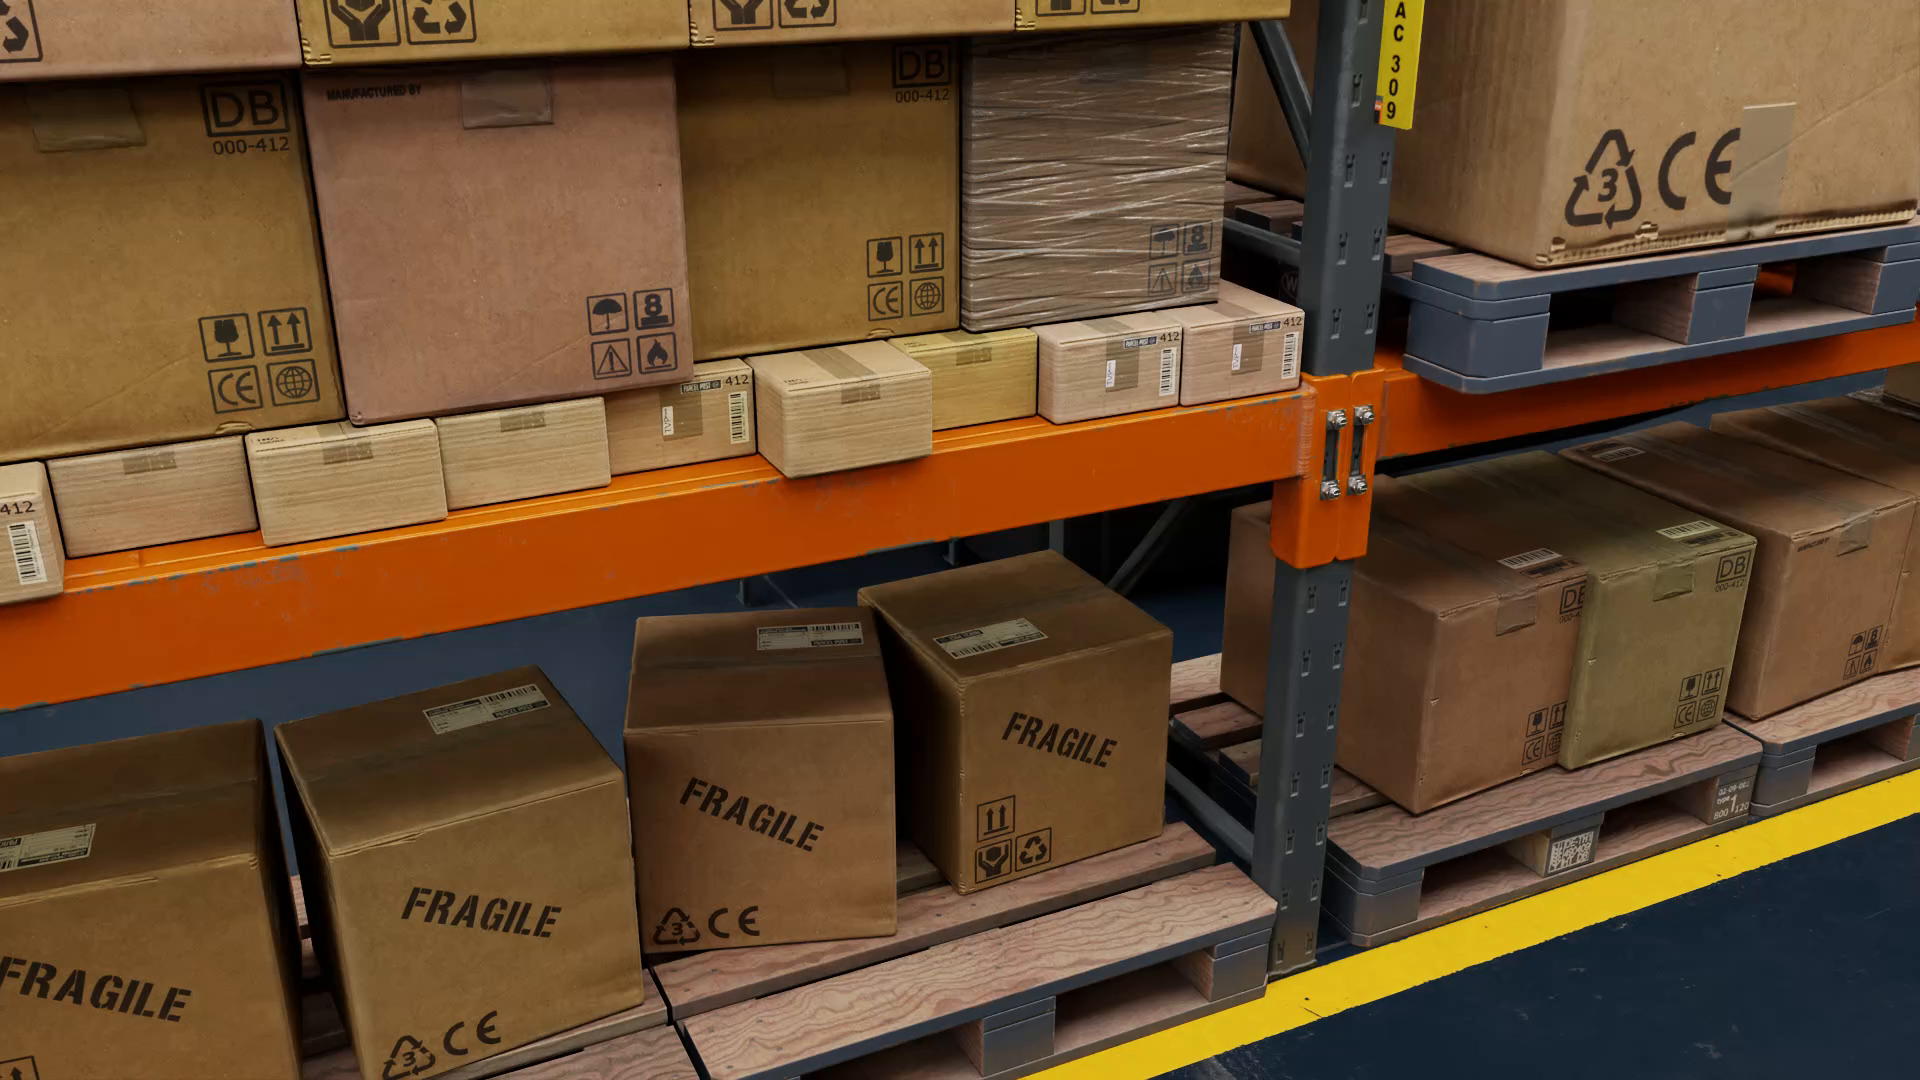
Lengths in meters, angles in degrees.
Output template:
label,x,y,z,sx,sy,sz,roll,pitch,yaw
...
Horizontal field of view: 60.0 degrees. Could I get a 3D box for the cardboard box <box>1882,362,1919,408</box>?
label,x,y,z,sx,sy,sz,roll,pitch,yaw
cardboard box,3.027,-0.482,4.706,0.500,0.250,0.500,-8,24,-18

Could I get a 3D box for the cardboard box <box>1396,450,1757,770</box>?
label,x,y,z,sx,sy,sz,roll,pitch,yaw
cardboard box,1.488,0.147,4.165,0.500,0.500,0.700,-11,25,-24

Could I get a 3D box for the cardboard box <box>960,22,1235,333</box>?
label,x,y,z,sx,sy,sz,roll,pitch,yaw
cardboard box,0.055,-0.767,3.162,0.500,0.500,0.875,-10,25,-24

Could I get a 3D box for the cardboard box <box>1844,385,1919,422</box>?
label,x,y,z,sx,sy,sz,roll,pitch,yaw
cardboard box,3.002,-0.135,4.846,0.500,0.500,0.700,-13,26,-28

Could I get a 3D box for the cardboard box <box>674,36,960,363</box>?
label,x,y,z,sx,sy,sz,roll,pitch,yaw
cardboard box,-0.411,-0.697,2.991,0.500,0.500,0.875,-10,25,-24

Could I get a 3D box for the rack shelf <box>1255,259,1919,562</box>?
label,x,y,z,sx,sy,sz,roll,pitch,yaw
rack shelf,2.289,-0.637,4.306,4.000,0.370,1.077,-10,25,-24

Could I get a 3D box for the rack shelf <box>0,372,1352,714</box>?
label,x,y,z,sx,sy,sz,roll,pitch,yaw
rack shelf,-1.315,0.027,2.703,4.000,0.370,1.077,-10,25,-24

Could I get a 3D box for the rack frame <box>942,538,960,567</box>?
label,x,y,z,sx,sy,sz,roll,pitch,yaw
rack frame,-0.099,-0.674,5.418,0.023,1.500,0.400,-11,25,-24

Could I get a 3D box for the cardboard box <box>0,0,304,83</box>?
label,x,y,z,sx,sy,sz,roll,pitch,yaw
cardboard box,-1.152,-0.866,2.092,0.500,0.500,0.500,-10,25,-24

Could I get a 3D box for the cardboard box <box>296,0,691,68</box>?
label,x,y,z,sx,sy,sz,roll,pitch,yaw
cardboard box,-0.700,-0.947,2.290,0.500,0.500,0.500,-10,25,-24

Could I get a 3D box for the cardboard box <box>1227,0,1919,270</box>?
label,x,y,z,sx,sy,sz,roll,pitch,yaw
cardboard box,1.264,-1.192,3.374,1.000,1.000,1.000,-10,25,-23

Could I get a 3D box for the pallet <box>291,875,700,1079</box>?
label,x,y,z,sx,sy,sz,roll,pitch,yaw
pallet,-1.203,0.979,3.110,1.213,0.211,1.003,-10,25,-24

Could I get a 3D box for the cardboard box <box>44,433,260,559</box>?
label,x,y,z,sx,sy,sz,roll,pitch,yaw
cardboard box,-1.195,-0.125,2.459,0.250,0.149,0.380,-10,25,-24

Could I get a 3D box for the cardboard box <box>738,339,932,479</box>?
label,x,y,z,sx,sy,sz,roll,pitch,yaw
cardboard box,-0.237,-0.245,2.749,0.250,0.149,0.380,-10,25,-24

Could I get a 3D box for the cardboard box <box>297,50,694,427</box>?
label,x,y,z,sx,sy,sz,roll,pitch,yaw
cardboard box,-0.818,-0.579,2.707,0.500,0.500,0.875,-10,25,-24

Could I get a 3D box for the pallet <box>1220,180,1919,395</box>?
label,x,y,z,sx,sy,sz,roll,pitch,yaw
pallet,1.239,-0.625,3.589,1.213,0.211,1.003,-10,25,-24

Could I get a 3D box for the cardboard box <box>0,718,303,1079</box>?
label,x,y,z,sx,sy,sz,roll,pitch,yaw
cardboard box,-1.451,0.681,2.902,0.500,0.500,0.500,-8,24,-19

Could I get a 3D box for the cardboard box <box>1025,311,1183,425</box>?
label,x,y,z,sx,sy,sz,roll,pitch,yaw
cardboard box,0.192,-0.346,2.992,0.250,0.149,0.380,-10,25,-24

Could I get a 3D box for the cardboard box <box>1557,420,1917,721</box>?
label,x,y,z,sx,sy,sz,roll,pitch,yaw
cardboard box,1.992,0.055,4.389,0.500,0.500,0.700,-13,26,-28

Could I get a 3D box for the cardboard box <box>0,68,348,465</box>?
label,x,y,z,sx,sy,sz,roll,pitch,yaw
cardboard box,-1.286,-0.510,2.541,0.500,0.500,0.875,-10,25,-24

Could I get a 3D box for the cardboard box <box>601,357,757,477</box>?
label,x,y,z,sx,sy,sz,roll,pitch,yaw
cardboard box,-0.519,-0.249,2.759,0.250,0.149,0.380,-10,25,-24

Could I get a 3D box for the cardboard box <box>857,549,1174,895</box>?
label,x,y,z,sx,sy,sz,roll,pitch,yaw
cardboard box,0.110,0.376,3.638,0.500,0.500,0.500,-11,25,-25

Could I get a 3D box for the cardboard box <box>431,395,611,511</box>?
label,x,y,z,sx,sy,sz,roll,pitch,yaw
cardboard box,-0.727,-0.194,2.625,0.250,0.149,0.380,-10,25,-24

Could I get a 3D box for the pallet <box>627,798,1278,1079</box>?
label,x,y,z,sx,sy,sz,roll,pitch,yaw
pallet,-0.102,0.775,3.602,1.213,0.211,1.003,-10,25,-24

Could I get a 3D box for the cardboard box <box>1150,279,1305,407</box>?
label,x,y,z,sx,sy,sz,roll,pitch,yaw
cardboard box,0.421,-0.384,3.084,0.250,0.149,0.380,-10,25,-24

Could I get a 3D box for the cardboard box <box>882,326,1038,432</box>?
label,x,y,z,sx,sy,sz,roll,pitch,yaw
cardboard box,-0.060,-0.325,2.942,0.250,0.149,0.380,-10,25,-24

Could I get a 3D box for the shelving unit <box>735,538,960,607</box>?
label,x,y,z,sx,sy,sz,roll,pitch,yaw
shelving unit,-0.428,-0.613,5.270,0.755,1.500,0.431,-11,25,-24

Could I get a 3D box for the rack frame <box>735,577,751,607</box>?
label,x,y,z,sx,sy,sz,roll,pitch,yaw
rack frame,-0.757,-0.551,5.121,0.023,1.500,0.400,-11,25,-24

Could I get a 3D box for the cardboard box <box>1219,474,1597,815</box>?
label,x,y,z,sx,sy,sz,roll,pitch,yaw
cardboard box,1.050,0.220,3.989,0.500,0.500,0.700,-13,26,-28

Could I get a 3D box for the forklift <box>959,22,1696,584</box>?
label,x,y,z,sx,sy,sz,roll,pitch,yaw
forklift,1.355,-1.544,5.648,3.031,2.935,1.130,-11,25,-24

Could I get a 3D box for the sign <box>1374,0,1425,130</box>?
label,x,y,z,sx,sy,sz,roll,pitch,yaw
sign,0.730,-0.851,2.753,0.005,0.325,0.100,-10,25,-24

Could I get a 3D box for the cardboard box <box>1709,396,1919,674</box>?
label,x,y,z,sx,sy,sz,roll,pitch,yaw
cardboard box,2.494,-0.038,4.613,0.500,0.500,0.700,-8,24,-19

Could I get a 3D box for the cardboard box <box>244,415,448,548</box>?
label,x,y,z,sx,sy,sz,roll,pitch,yaw
cardboard box,-0.937,-0.140,2.496,0.250,0.149,0.380,-10,25,-24

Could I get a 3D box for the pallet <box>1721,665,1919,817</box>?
label,x,y,z,sx,sy,sz,roll,pitch,yaw
pallet,2.289,0.318,4.706,1.213,0.211,1.003,-10,25,-24

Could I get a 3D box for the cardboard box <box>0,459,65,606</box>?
label,x,y,z,sx,sy,sz,roll,pitch,yaw
cardboard box,-1.363,-0.038,2.249,0.250,0.149,0.380,-10,25,-24

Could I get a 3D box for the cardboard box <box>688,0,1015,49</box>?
label,x,y,z,sx,sy,sz,roll,pitch,yaw
cardboard box,-0.249,-1.030,2.489,0.500,0.500,0.500,-10,25,-24

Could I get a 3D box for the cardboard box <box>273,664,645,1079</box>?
label,x,y,z,sx,sy,sz,roll,pitch,yaw
cardboard box,-0.929,0.604,3.088,0.500,0.500,0.500,-13,26,-28

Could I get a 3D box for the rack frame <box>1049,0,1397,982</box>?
label,x,y,z,sx,sy,sz,roll,pitch,yaw
rack frame,0.487,-0.637,3.367,0.127,3.000,1.000,-10,25,-24

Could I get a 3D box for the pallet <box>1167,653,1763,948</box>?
label,x,y,z,sx,sy,sz,roll,pitch,yaw
pallet,1.188,0.522,4.214,1.213,0.211,1.003,-10,25,-24

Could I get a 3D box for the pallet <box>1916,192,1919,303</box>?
label,x,y,z,sx,sy,sz,roll,pitch,yaw
pallet,2.326,-0.870,4.180,1.213,0.211,1.003,-10,25,-24

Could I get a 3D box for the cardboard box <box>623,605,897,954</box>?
label,x,y,z,sx,sy,sz,roll,pitch,yaw
cardboard box,-0.403,0.474,3.402,0.500,0.500,0.500,-3,23,-7

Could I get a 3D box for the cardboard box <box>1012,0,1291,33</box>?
label,x,y,z,sx,sy,sz,roll,pitch,yaw
cardboard box,0.201,-1.113,2.691,0.500,0.500,0.500,-10,25,-24
